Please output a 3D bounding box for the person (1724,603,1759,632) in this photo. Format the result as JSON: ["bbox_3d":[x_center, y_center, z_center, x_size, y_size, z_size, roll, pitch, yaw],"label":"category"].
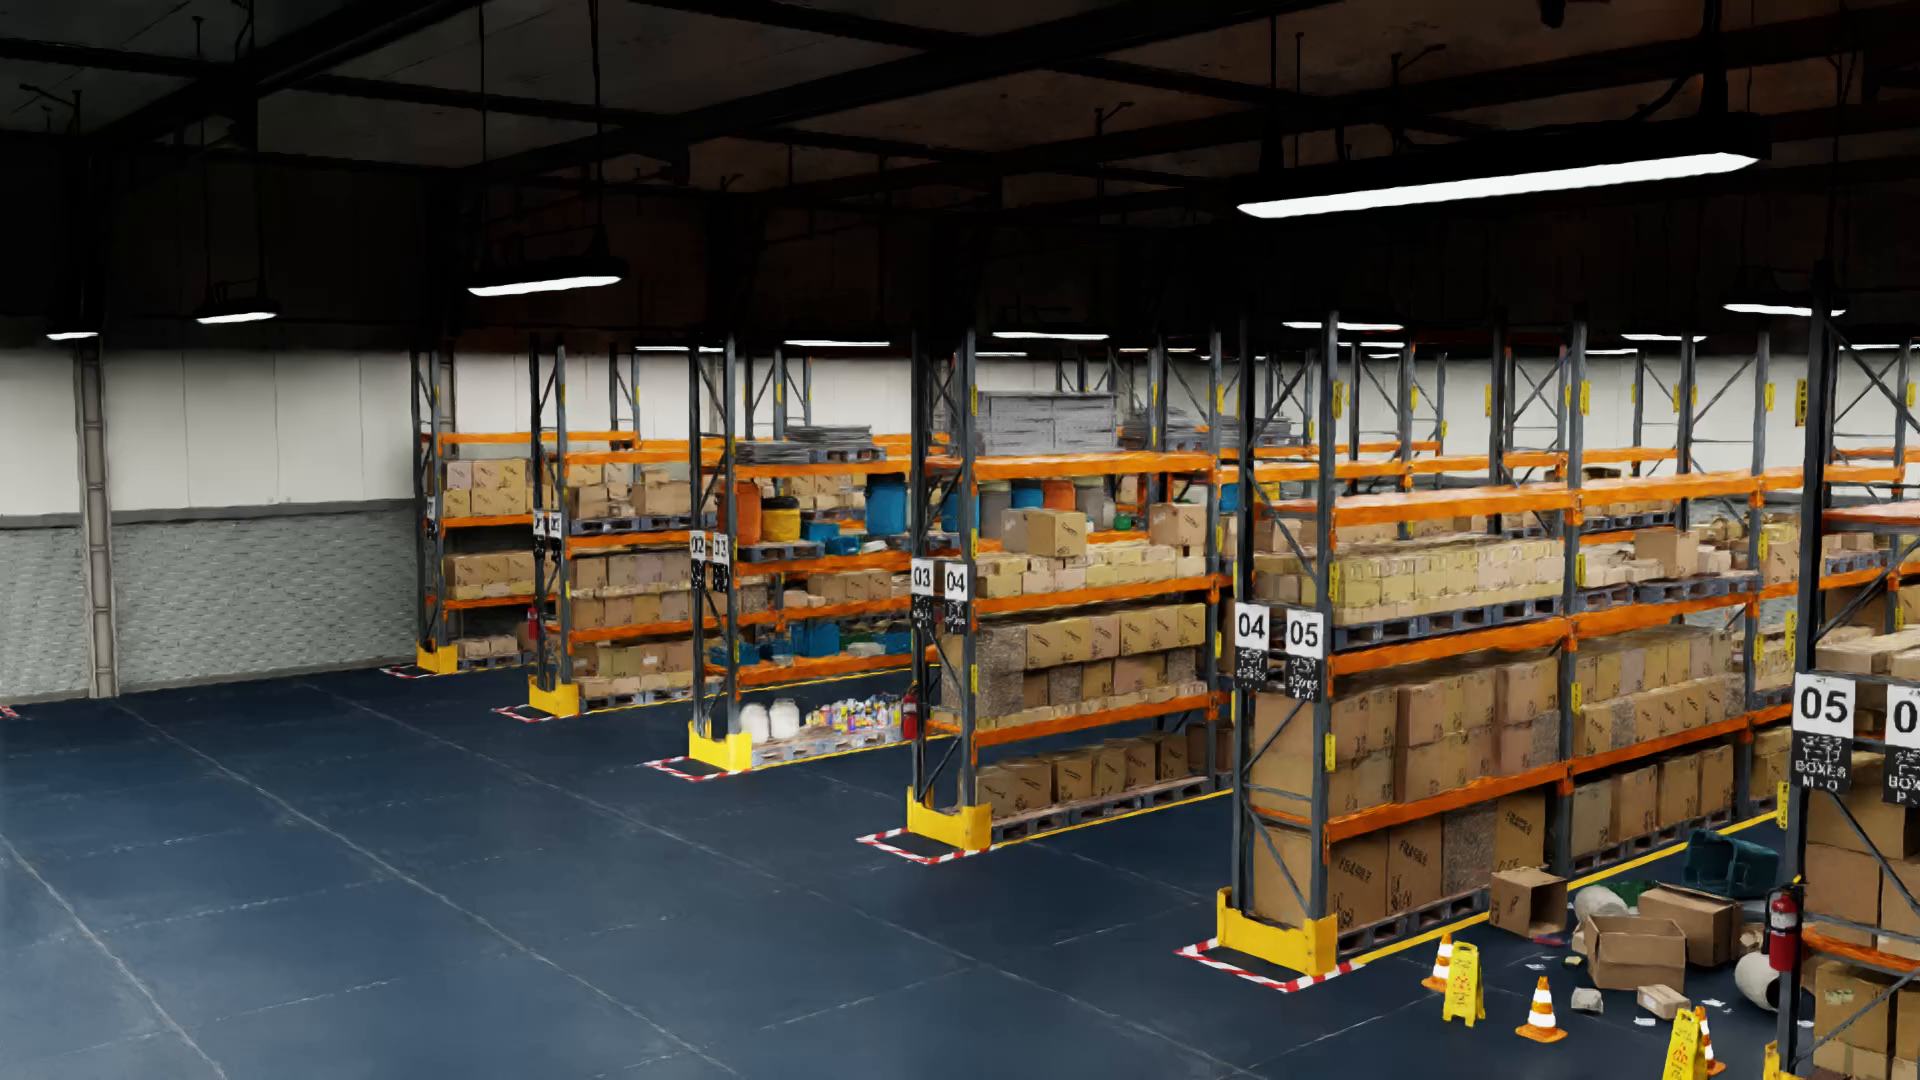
[{"bbox_3d":[14.048,1.596,29.833,0.608,1.610,0.790,3,6,30],"label":"person"}]
